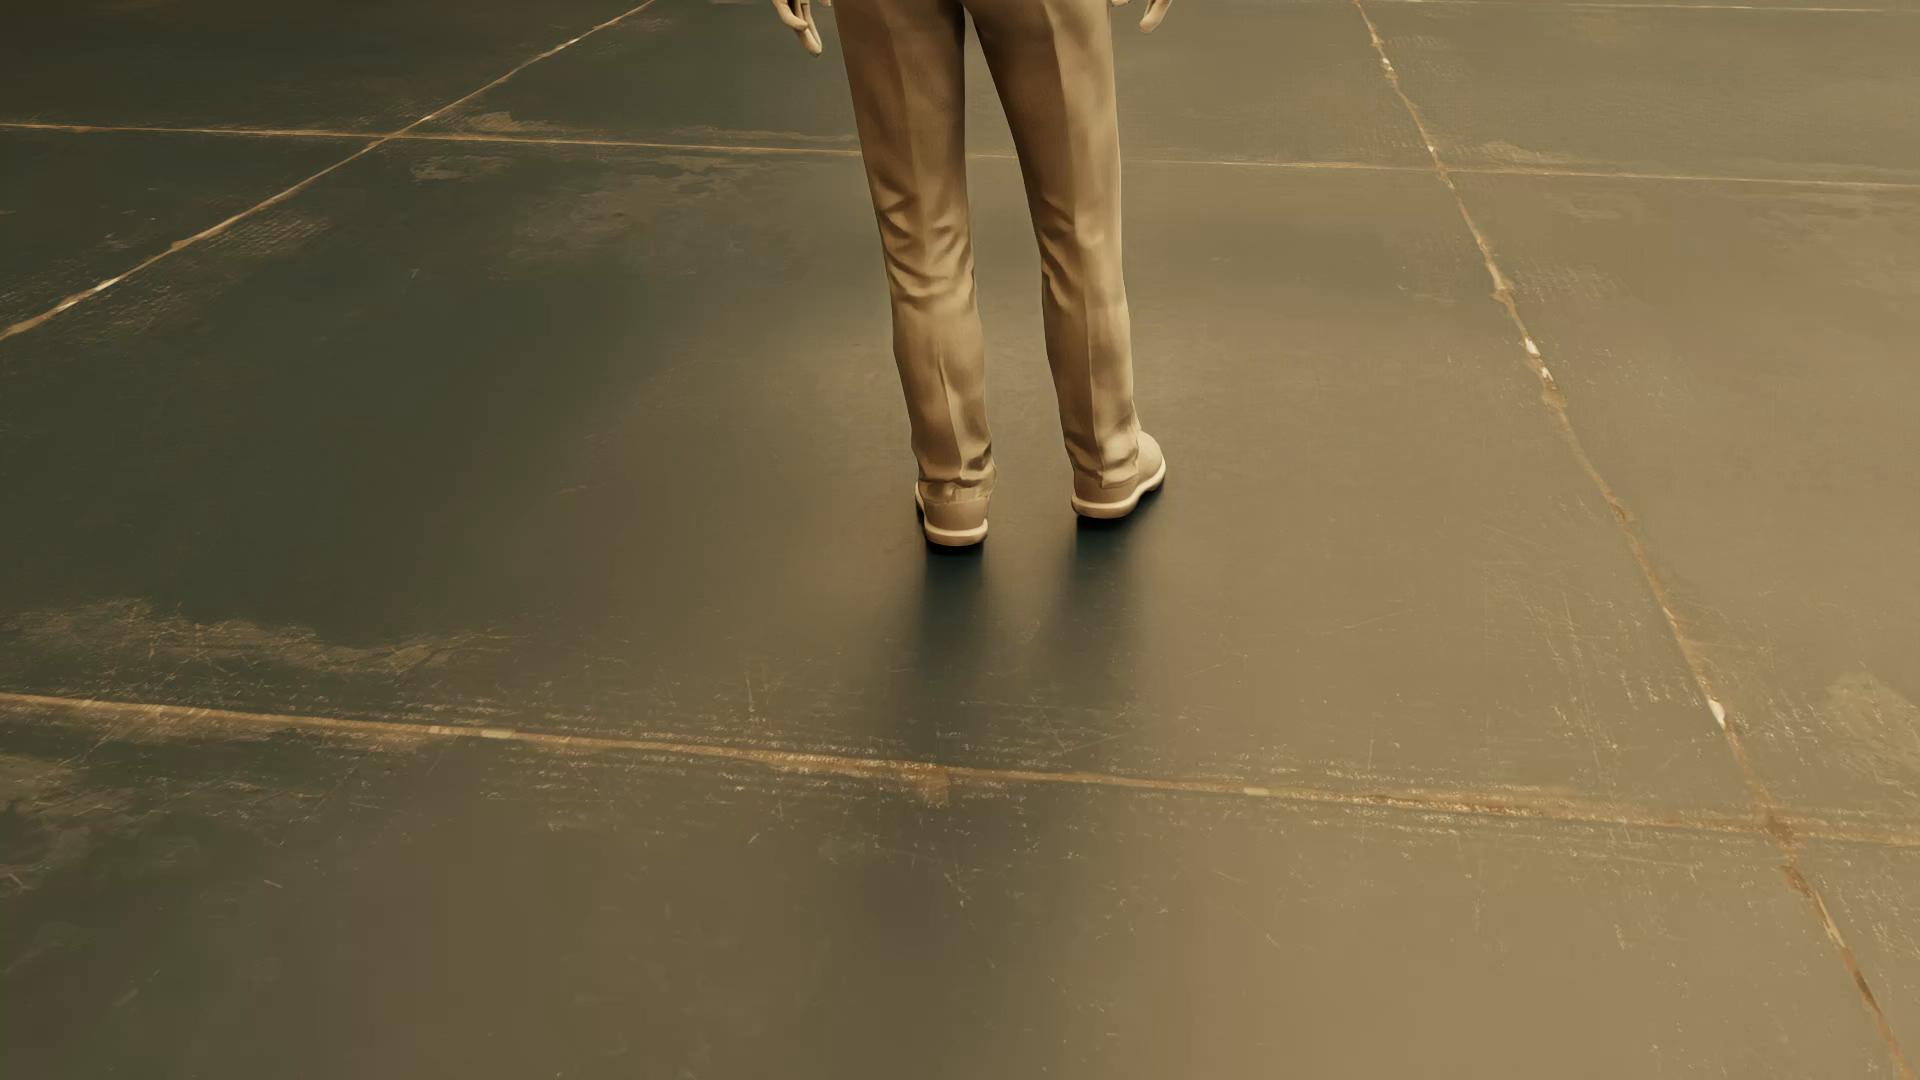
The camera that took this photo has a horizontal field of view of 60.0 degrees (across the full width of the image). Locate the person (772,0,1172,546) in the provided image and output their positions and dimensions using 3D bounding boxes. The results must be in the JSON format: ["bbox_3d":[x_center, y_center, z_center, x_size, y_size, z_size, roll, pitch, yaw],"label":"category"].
[{"bbox_3d":[0.024,-0.794,2.177,0.570,1.695,0.531,3,27,7],"label":"person"}]
